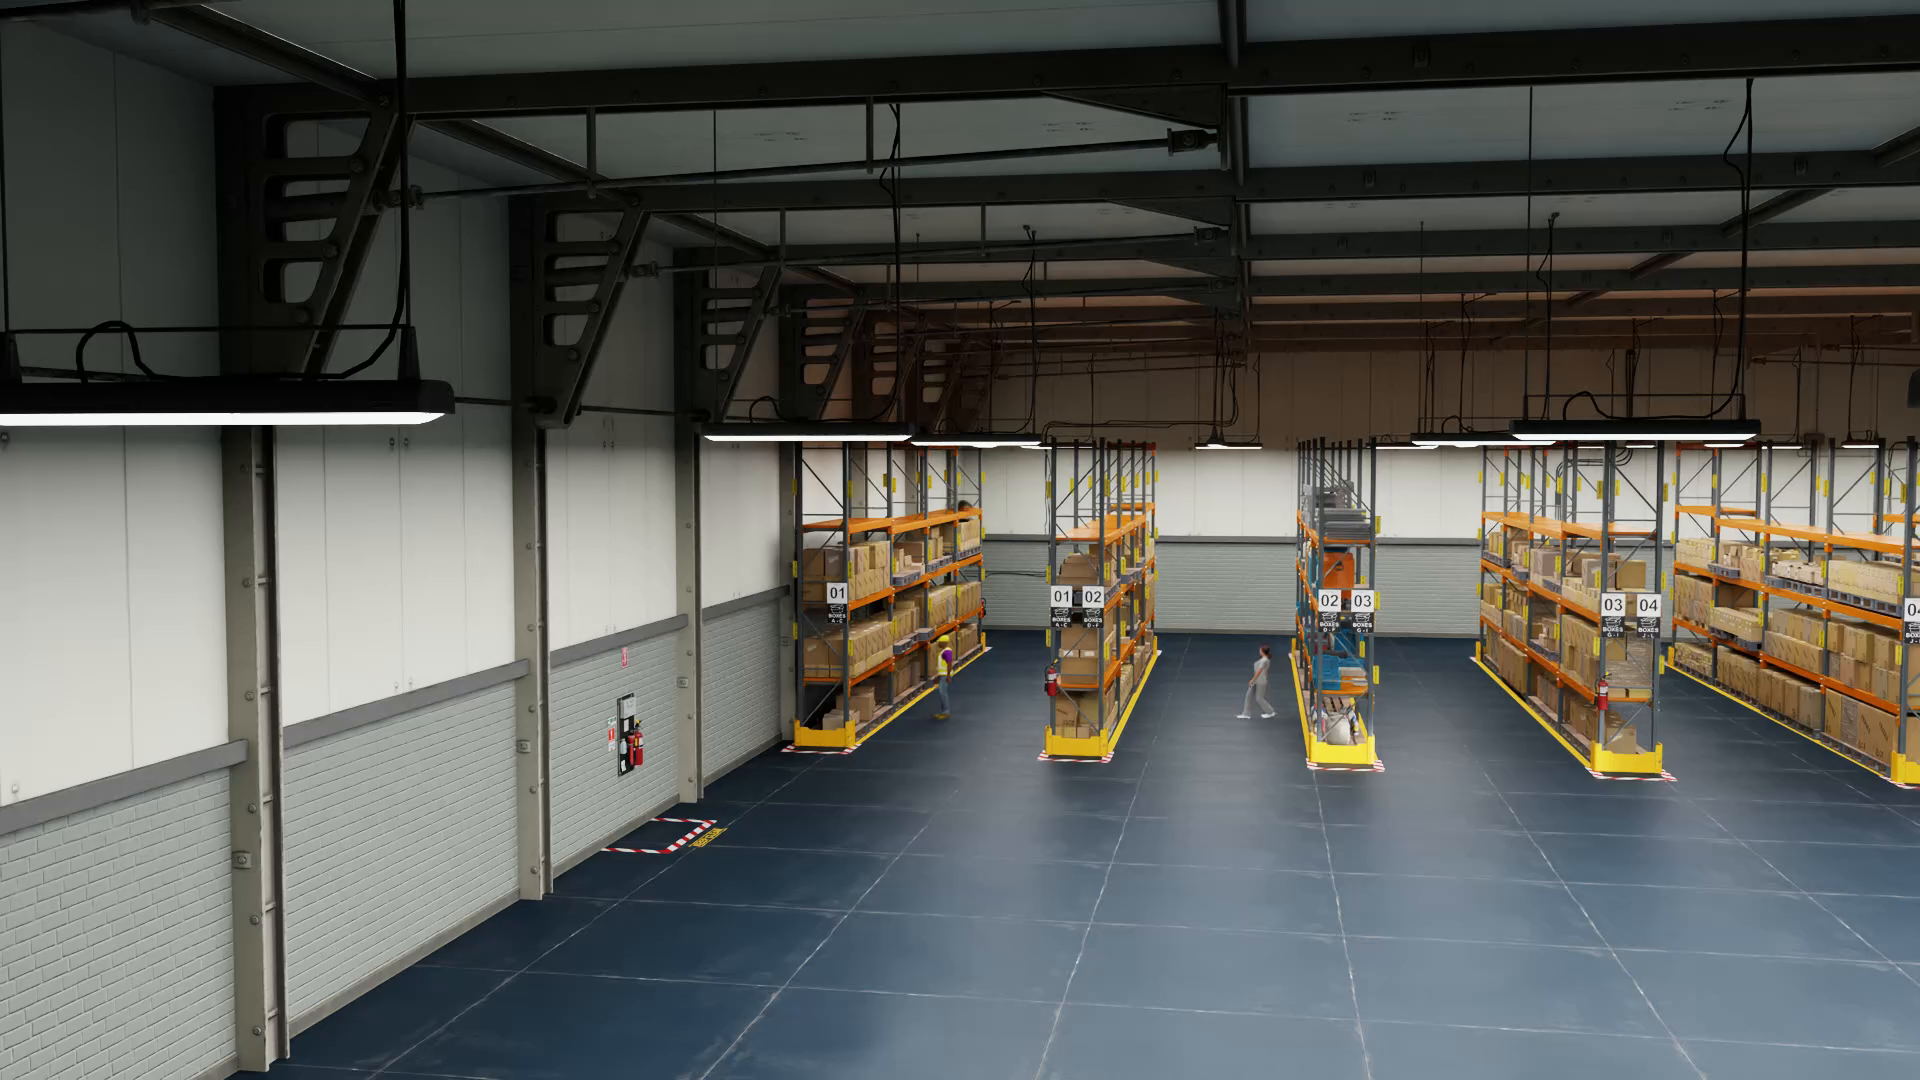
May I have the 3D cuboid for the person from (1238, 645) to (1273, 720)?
[{"bbox_3d":[6.334,3.040,35.412,0.746,1.617,0.567,-1,3,-14],"label":"person"}]

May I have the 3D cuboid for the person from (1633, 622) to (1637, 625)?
[{"bbox_3d":[18.652,2.435,45.659,0.507,1.734,0.635,-1,3,-14],"label":"person"}]

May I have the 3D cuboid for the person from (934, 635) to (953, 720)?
[{"bbox_3d":[-0.385,2.958,35.894,0.416,1.804,0.627,-1,3,-17],"label":"person"}]
